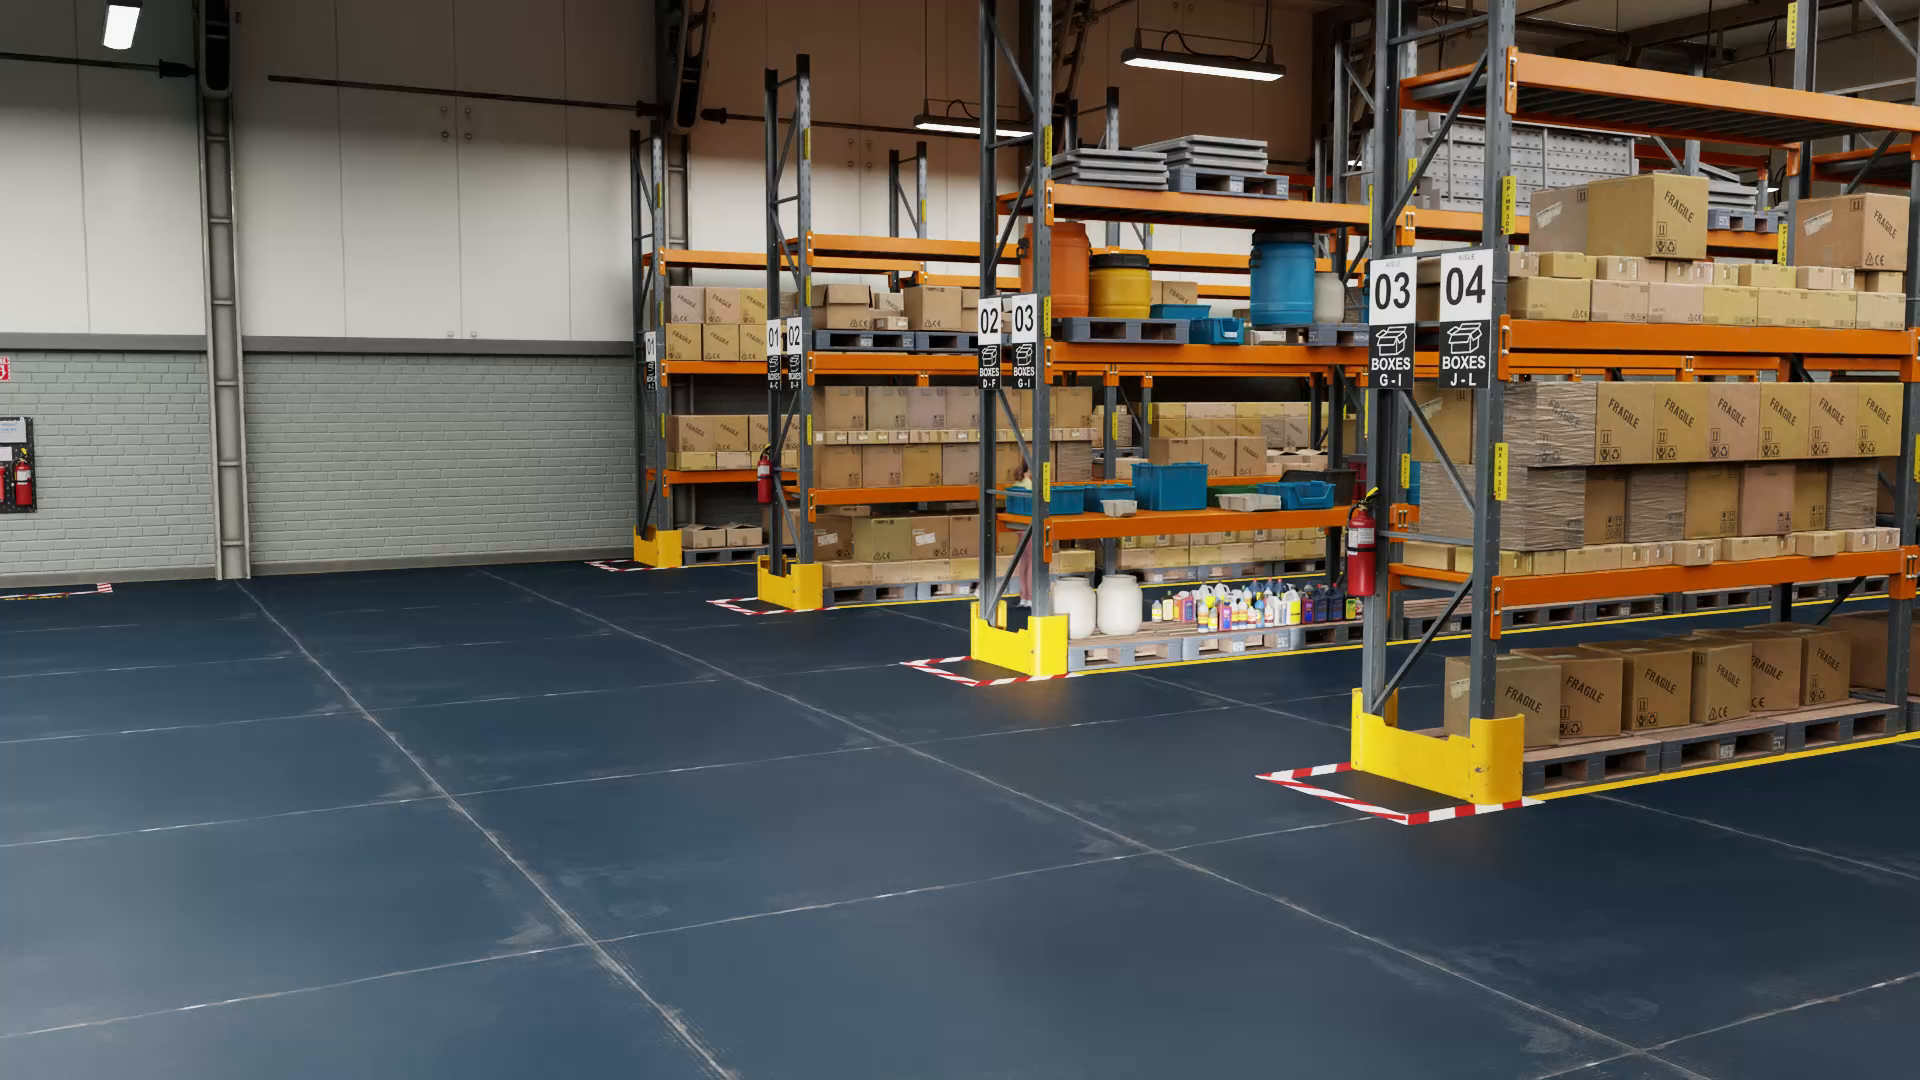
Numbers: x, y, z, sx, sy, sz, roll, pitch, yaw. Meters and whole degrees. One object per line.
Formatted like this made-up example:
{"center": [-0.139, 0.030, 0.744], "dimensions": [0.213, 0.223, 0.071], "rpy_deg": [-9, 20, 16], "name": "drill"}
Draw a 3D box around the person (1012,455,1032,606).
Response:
{"center": [0.781, -0.099, 18.422], "dimensions": [0.424, 1.693, 0.453], "rpy_deg": [-3, 6, -29], "name": "person"}
